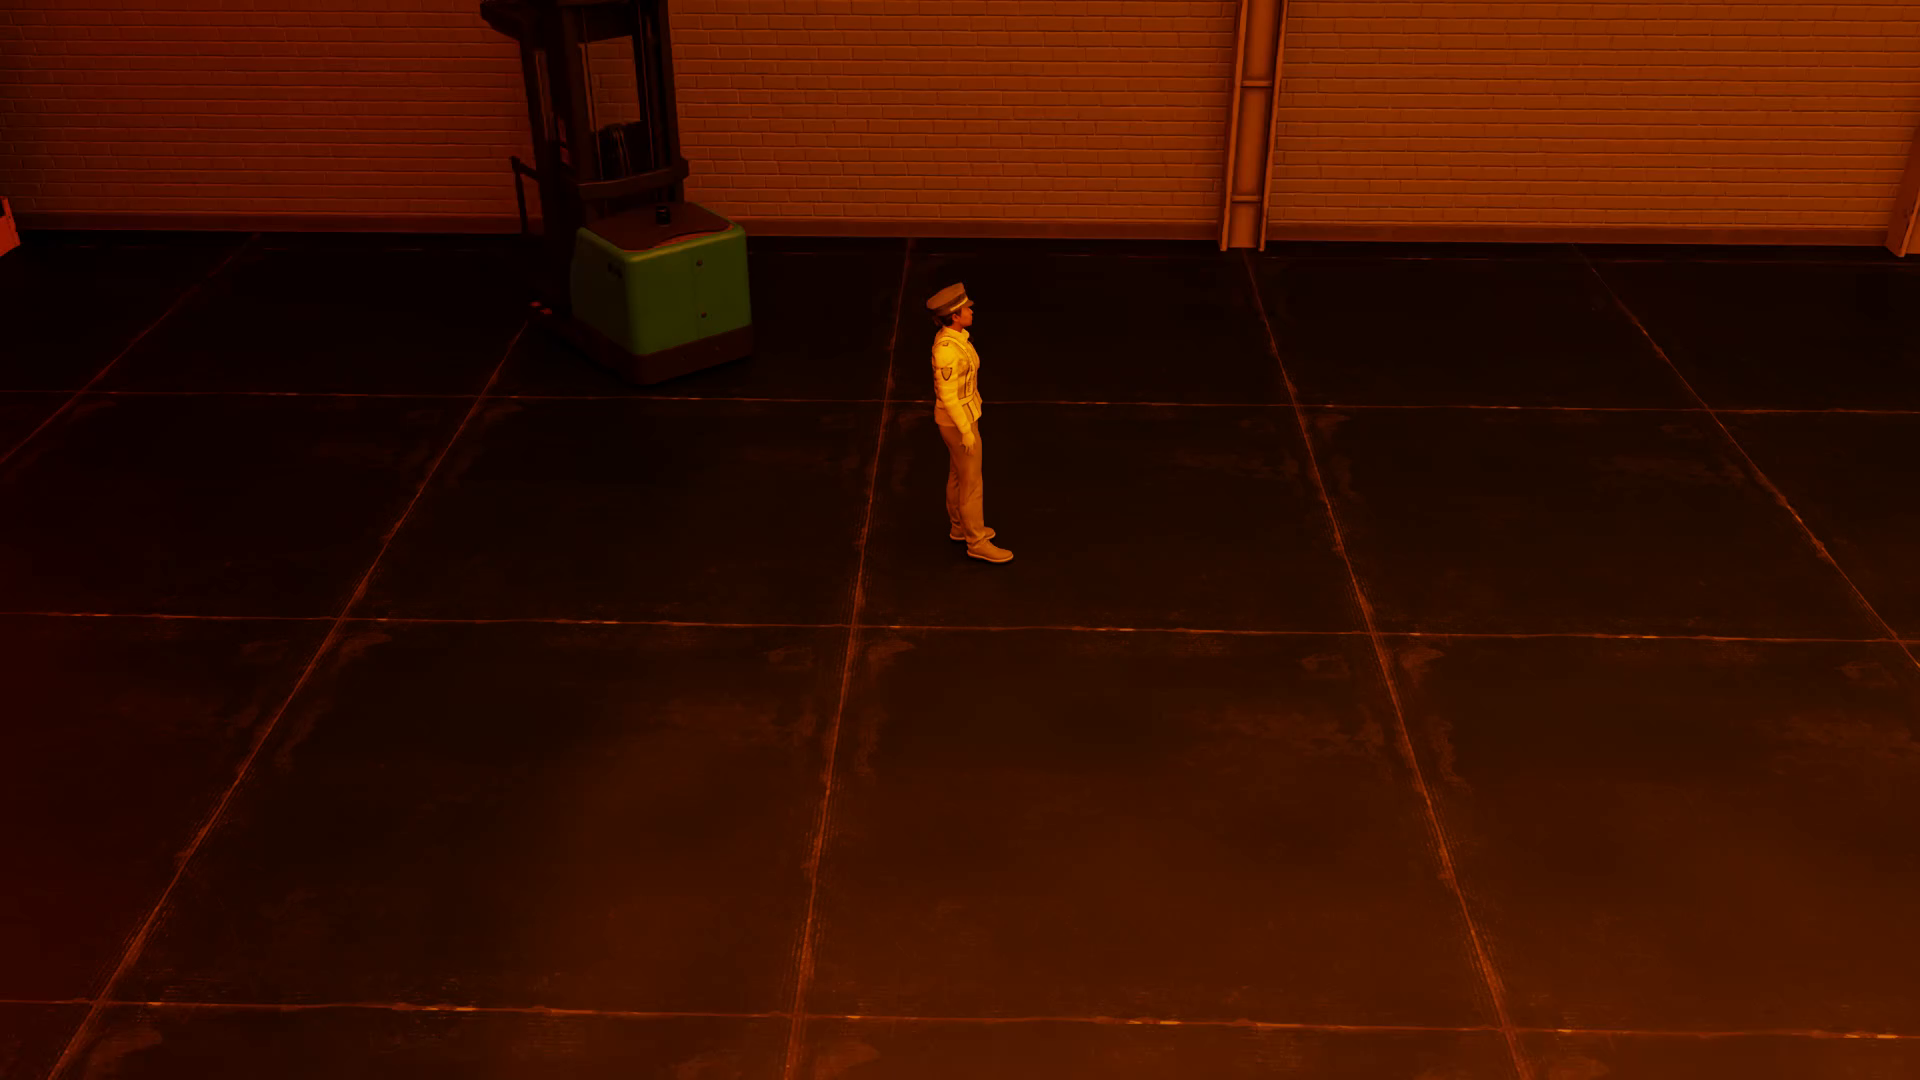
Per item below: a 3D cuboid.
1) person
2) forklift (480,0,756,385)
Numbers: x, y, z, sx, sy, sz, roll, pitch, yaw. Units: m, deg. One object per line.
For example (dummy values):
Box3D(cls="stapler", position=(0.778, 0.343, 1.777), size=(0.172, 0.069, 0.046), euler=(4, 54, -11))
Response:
Box3D(cls="person", position=(0.068, -0.732, 10.059), size=(0.531, 1.695, 0.587), euler=(1, 31, 1))
Box3D(cls="forklift", position=(-2.877, -3.091, 12.857), size=(1.130, 2.935, 3.031), euler=(-22, 37, -32))
